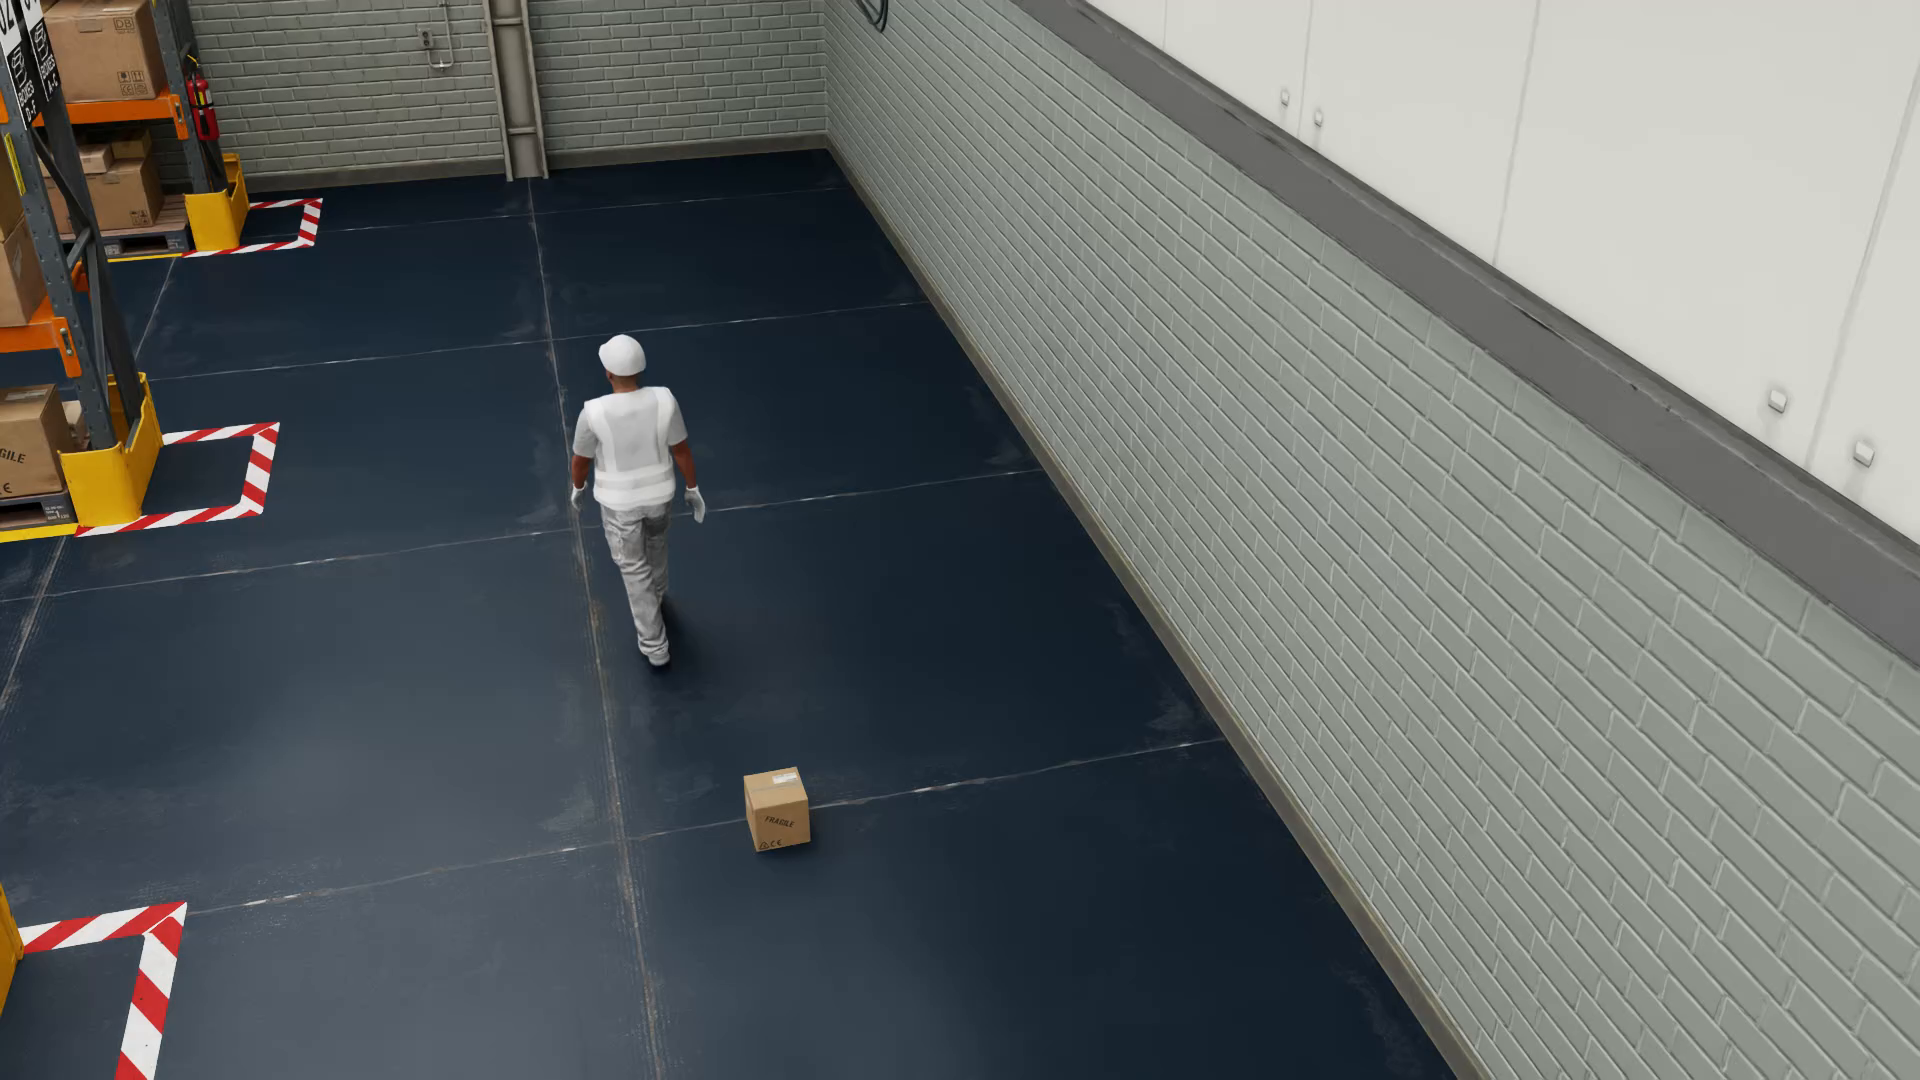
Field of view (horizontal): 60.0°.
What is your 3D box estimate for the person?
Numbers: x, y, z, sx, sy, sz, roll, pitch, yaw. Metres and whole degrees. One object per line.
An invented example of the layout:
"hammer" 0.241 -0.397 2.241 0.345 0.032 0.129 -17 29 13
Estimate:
"person" -1.715 -0.271 8.682 0.608 1.787 0.853 -17 34 -26
